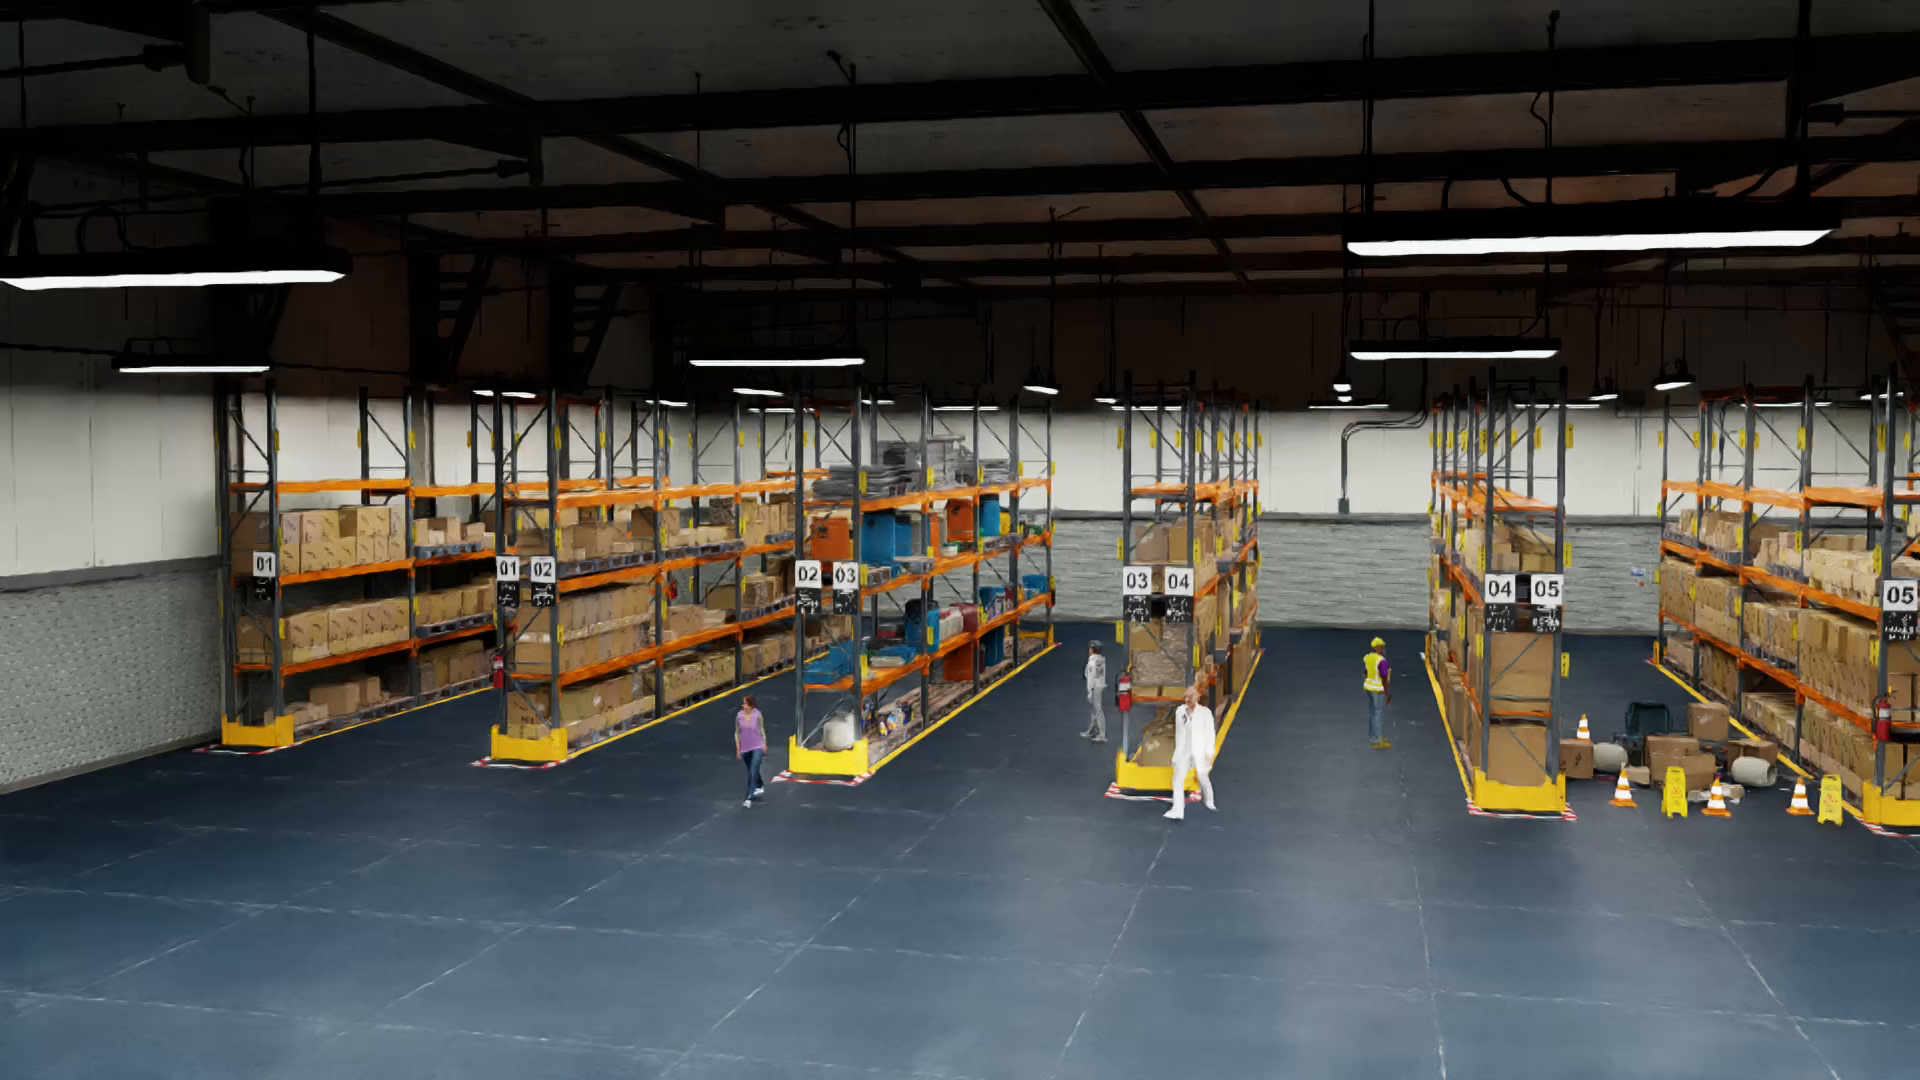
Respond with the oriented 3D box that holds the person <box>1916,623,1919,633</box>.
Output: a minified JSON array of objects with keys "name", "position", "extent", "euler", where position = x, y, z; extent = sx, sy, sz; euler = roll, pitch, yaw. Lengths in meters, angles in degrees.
[{"name":"person","position":[21.717,1.860,37.448],"extent":[0.390,1.767,0.629],"euler":[-1,4,-18]}]

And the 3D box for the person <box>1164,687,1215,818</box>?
[{"name":"person","position":[3.114,2.805,22.120],"extent":[0.616,1.734,0.998],"euler":[2,4,29]}]

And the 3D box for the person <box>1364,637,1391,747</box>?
[{"name":"person","position":[6.869,2.468,27.231],"extent":[0.452,1.768,0.632],"euler":[-1,4,-18]}]

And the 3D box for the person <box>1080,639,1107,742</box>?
[{"name":"person","position":[2.231,2.489,27.751],"extent":[0.587,1.666,0.674],"euler":[2,4,26]}]

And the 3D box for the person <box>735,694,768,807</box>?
[{"name":"person","position":[-2.890,2.911,22.878],"extent":[0.417,1.407,1.037],"euler":[1,4,16]}]
